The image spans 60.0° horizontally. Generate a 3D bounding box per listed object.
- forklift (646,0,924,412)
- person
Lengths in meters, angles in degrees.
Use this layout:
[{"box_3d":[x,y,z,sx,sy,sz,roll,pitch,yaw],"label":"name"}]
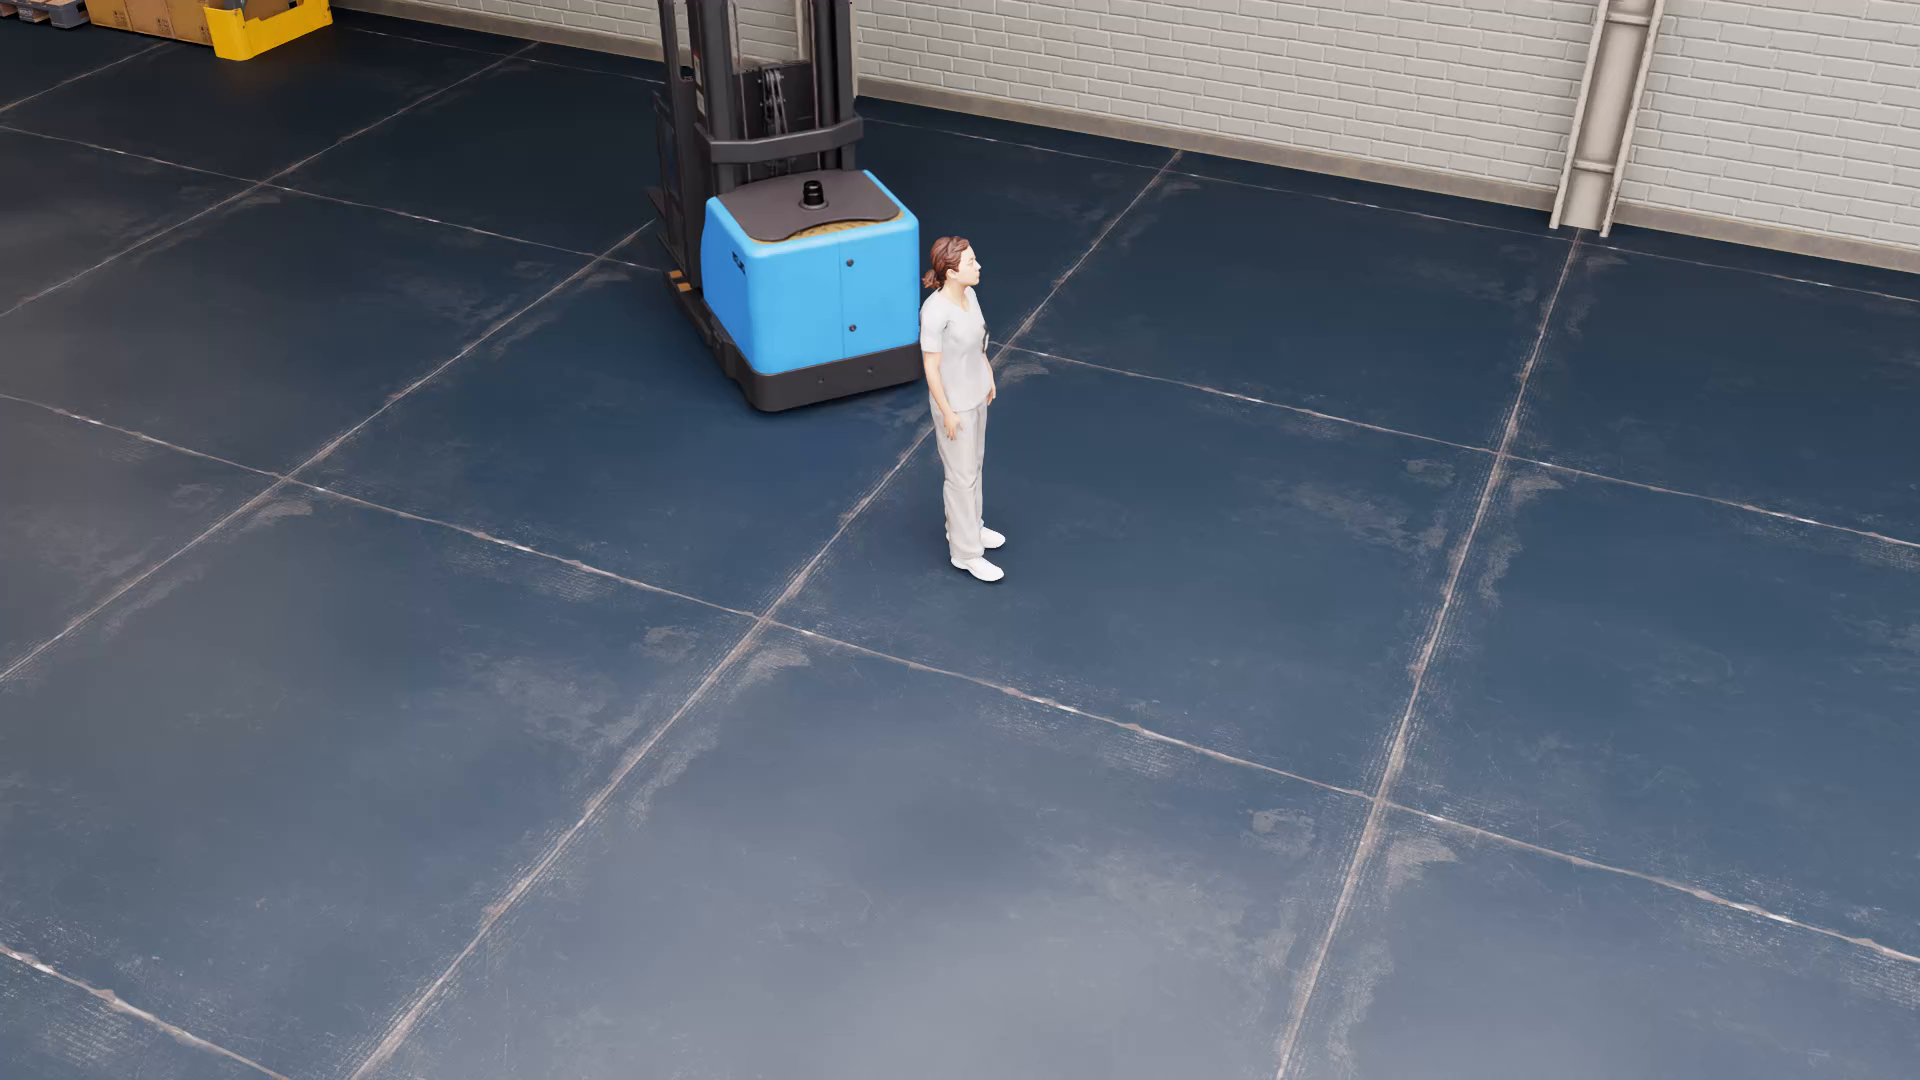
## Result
[{"box_3d":[-1.282,-2.775,9.978,1.130,2.935,3.031,-15,38,-20],"label":"forklift"},{"box_3d":[0.061,-0.663,8.086,0.549,1.675,0.550,15,38,20],"label":"person"}]
